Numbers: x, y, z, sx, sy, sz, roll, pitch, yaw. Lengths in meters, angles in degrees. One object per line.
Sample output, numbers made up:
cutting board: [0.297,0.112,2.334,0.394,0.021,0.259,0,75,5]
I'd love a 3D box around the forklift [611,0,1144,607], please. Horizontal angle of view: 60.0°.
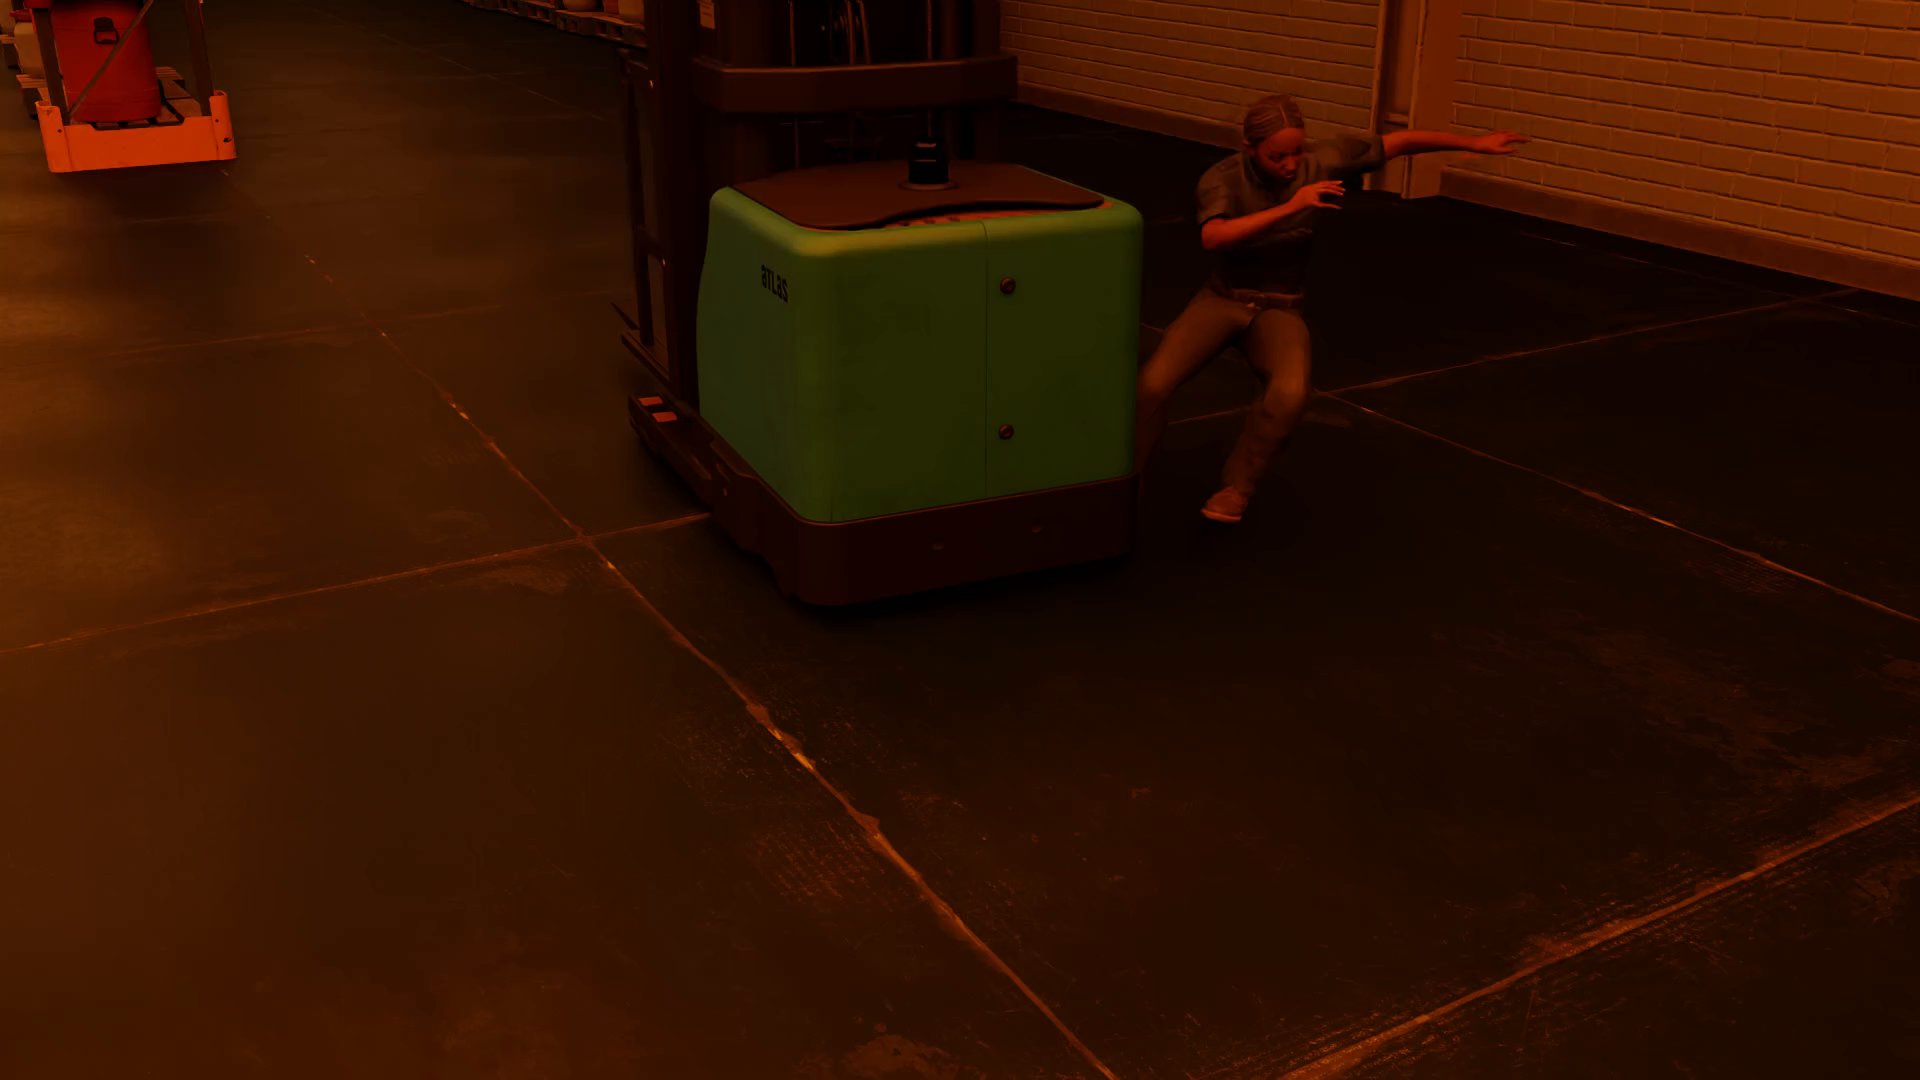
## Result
forklift: [-0.545,-1.701,5.419,1.130,2.935,3.031,-10,24,-22]

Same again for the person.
person: [1.026,-0.664,5.031,1.410,1.346,0.681,-1,22,-3]
